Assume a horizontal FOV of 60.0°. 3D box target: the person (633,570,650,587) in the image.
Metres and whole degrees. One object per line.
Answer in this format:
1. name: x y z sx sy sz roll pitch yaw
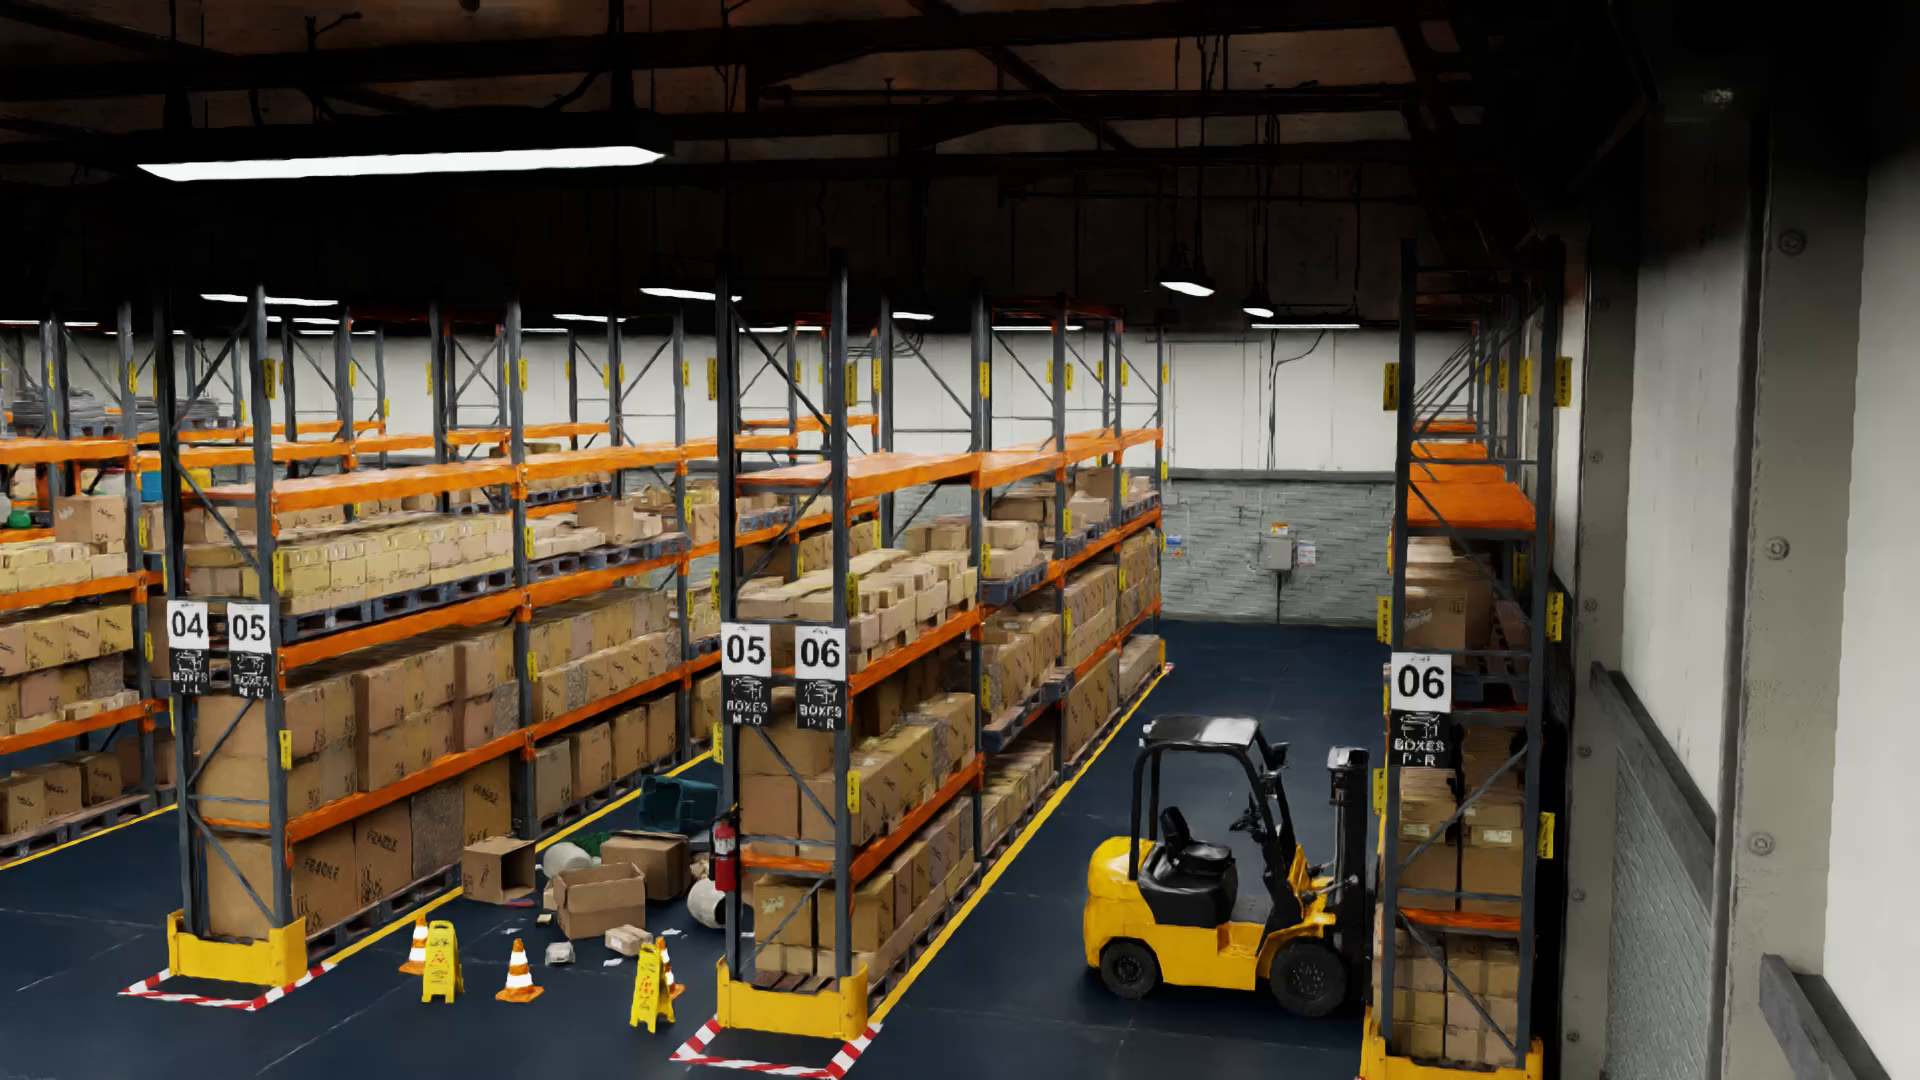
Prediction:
1. person: -6.085 0.953 31.810 0.384 1.676 0.592 2 6 19
